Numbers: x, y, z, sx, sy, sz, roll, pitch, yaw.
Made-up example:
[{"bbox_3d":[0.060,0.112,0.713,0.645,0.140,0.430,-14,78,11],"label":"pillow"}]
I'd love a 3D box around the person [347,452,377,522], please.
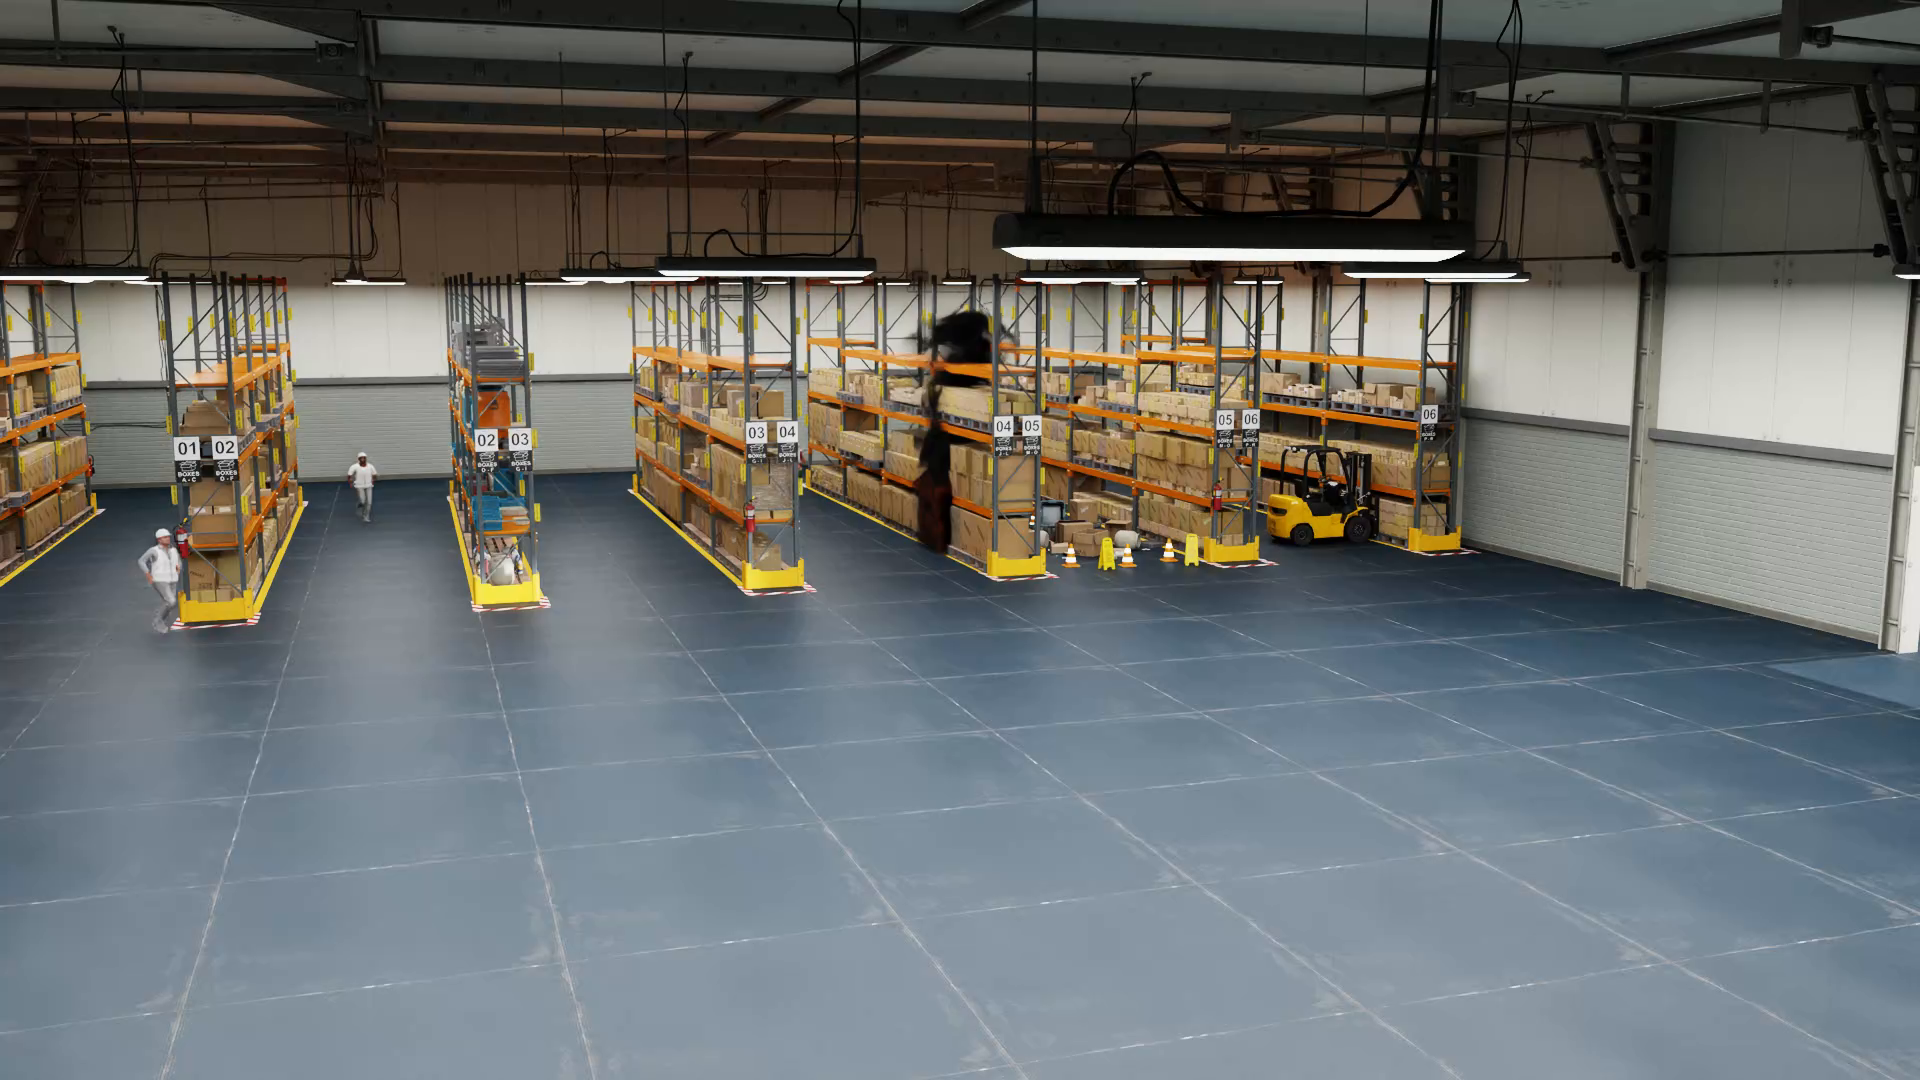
[{"bbox_3d":[-14.702,-1.303,41.015,0.703,1.716,0.583,-6,10,-33],"label":"person"}]

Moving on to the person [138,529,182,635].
[{"bbox_3d":[-13.255,0.691,27.742,0.671,1.761,0.634,4,10,25],"label":"person"}]

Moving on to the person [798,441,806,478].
[{"bbox_3d":[-4.402,-1.849,44.356,0.639,1.776,0.691,-4,9,-22],"label":"person"}]

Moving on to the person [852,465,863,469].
[{"bbox_3d":[-3.110,-2.552,49.725,0.816,1.534,0.606,8,11,41],"label":"person"}]
